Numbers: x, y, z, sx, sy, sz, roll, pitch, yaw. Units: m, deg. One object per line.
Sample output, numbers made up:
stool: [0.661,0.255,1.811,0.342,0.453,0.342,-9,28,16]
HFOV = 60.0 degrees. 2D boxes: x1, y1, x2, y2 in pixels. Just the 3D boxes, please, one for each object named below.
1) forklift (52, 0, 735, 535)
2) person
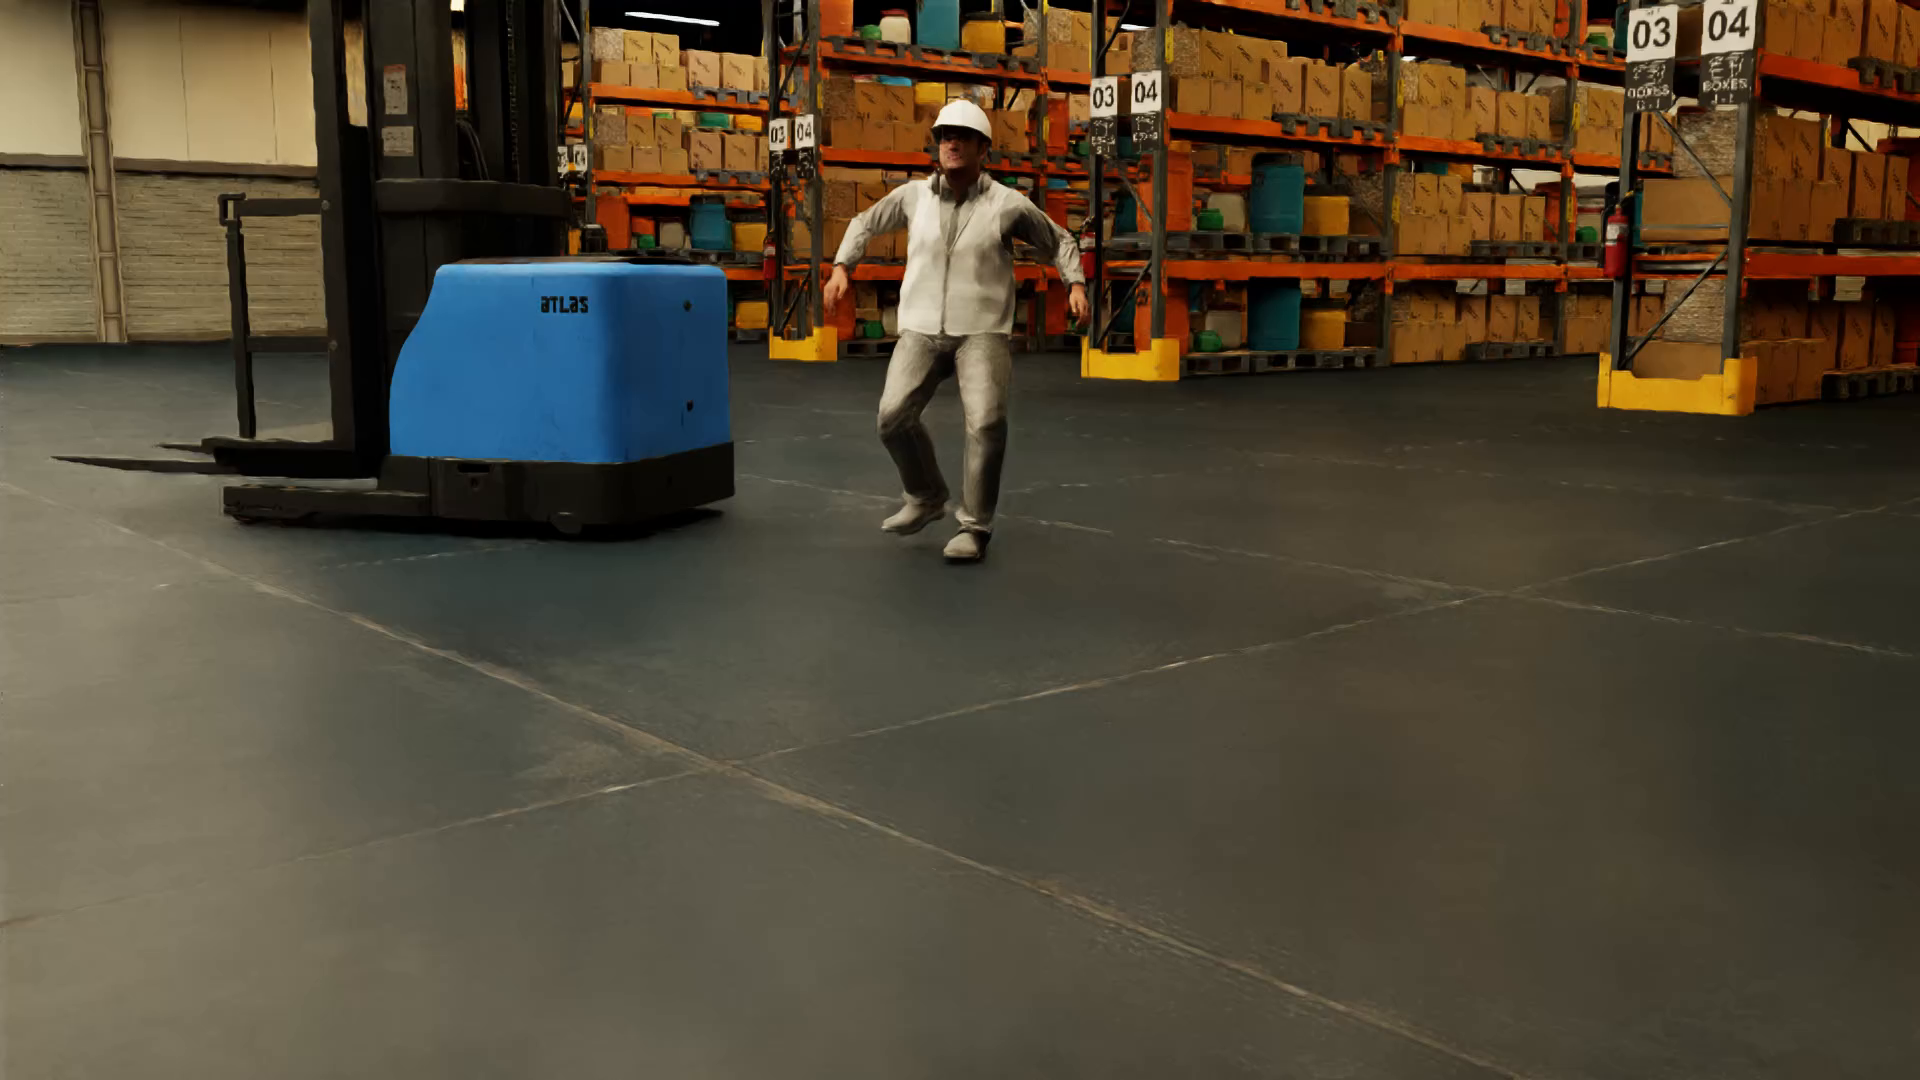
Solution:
forklift: [-2.568,-1.580,7.164,3.031,2.935,1.130,3,9,18]
person: [-0.031,-0.778,6.143,1.004,1.675,0.720,2,9,14]
